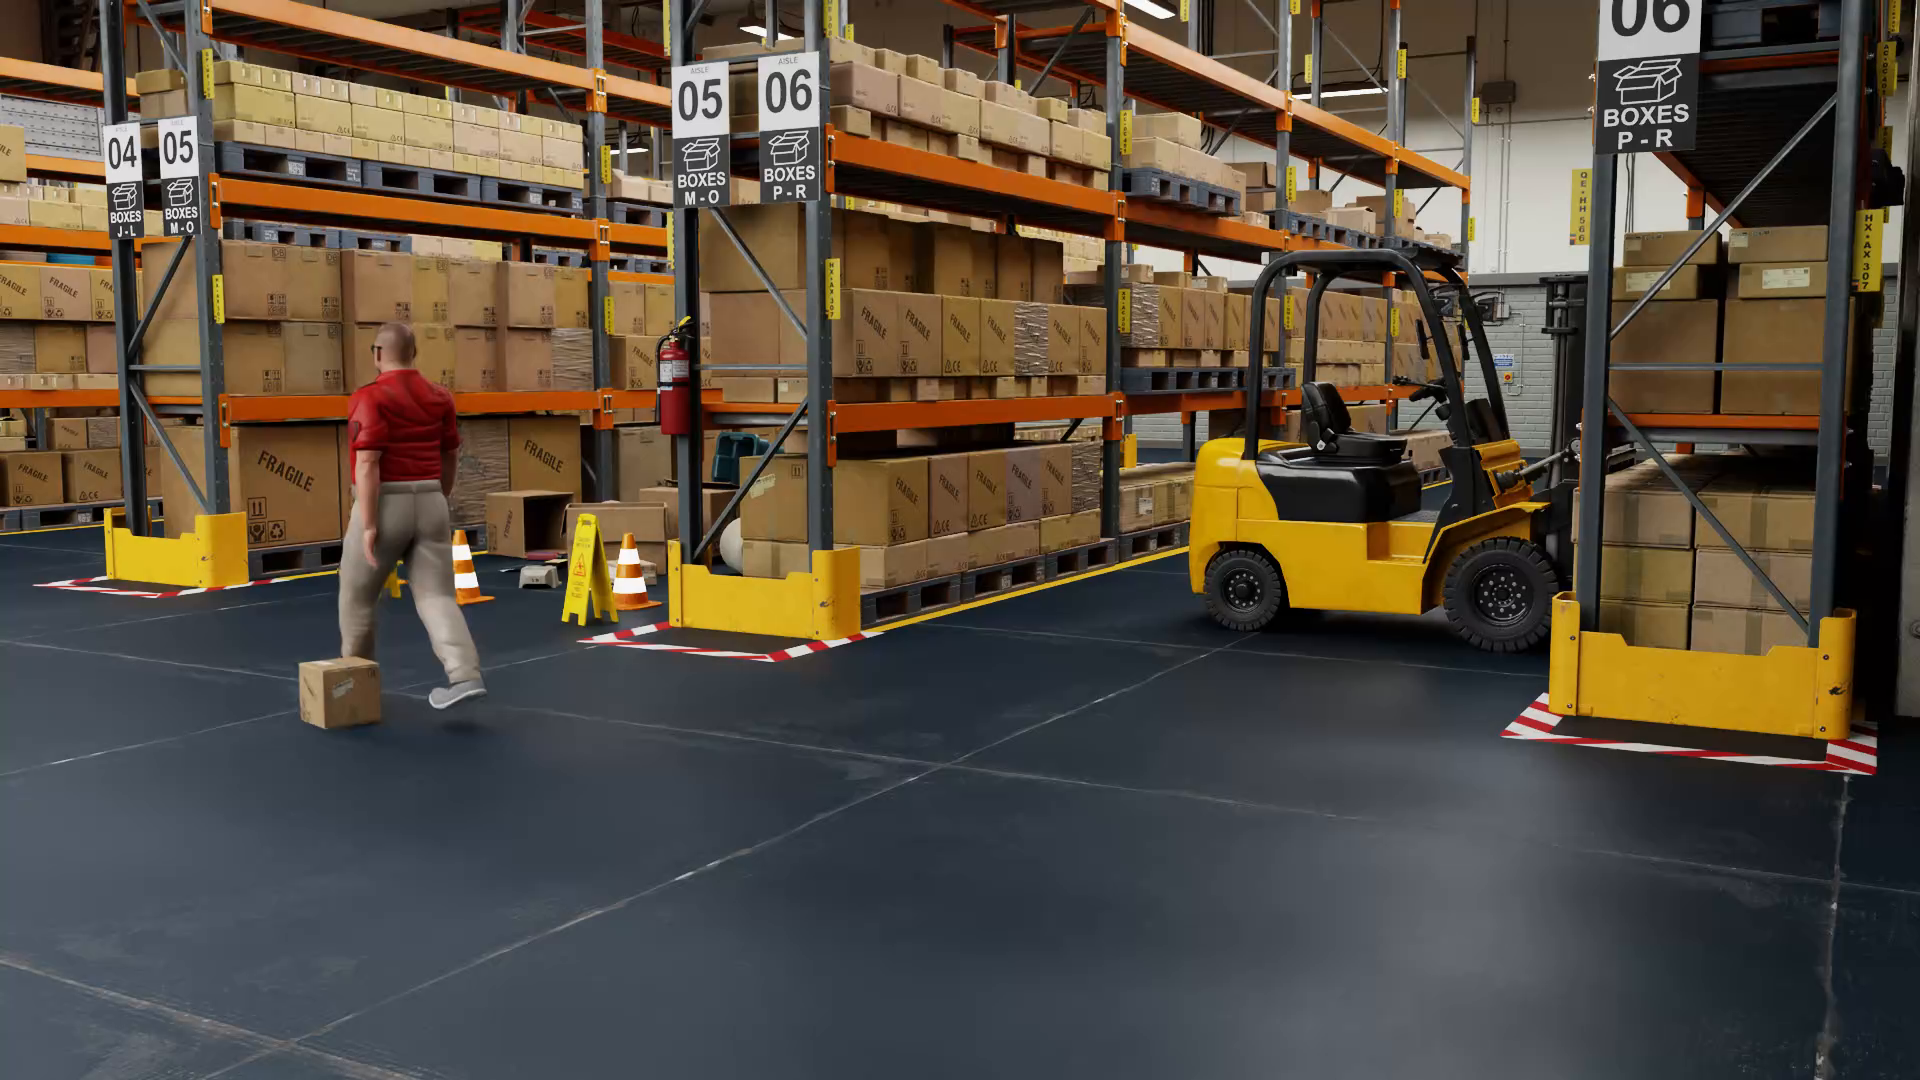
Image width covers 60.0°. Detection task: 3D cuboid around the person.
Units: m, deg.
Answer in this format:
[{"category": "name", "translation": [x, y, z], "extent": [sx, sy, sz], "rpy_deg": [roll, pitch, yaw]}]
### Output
[{"category": "person", "translation": [-2.409, -0.101, 7.208], "extent": [1.064, 1.672, 0.552], "rpy_deg": [6, 8, 43]}]
